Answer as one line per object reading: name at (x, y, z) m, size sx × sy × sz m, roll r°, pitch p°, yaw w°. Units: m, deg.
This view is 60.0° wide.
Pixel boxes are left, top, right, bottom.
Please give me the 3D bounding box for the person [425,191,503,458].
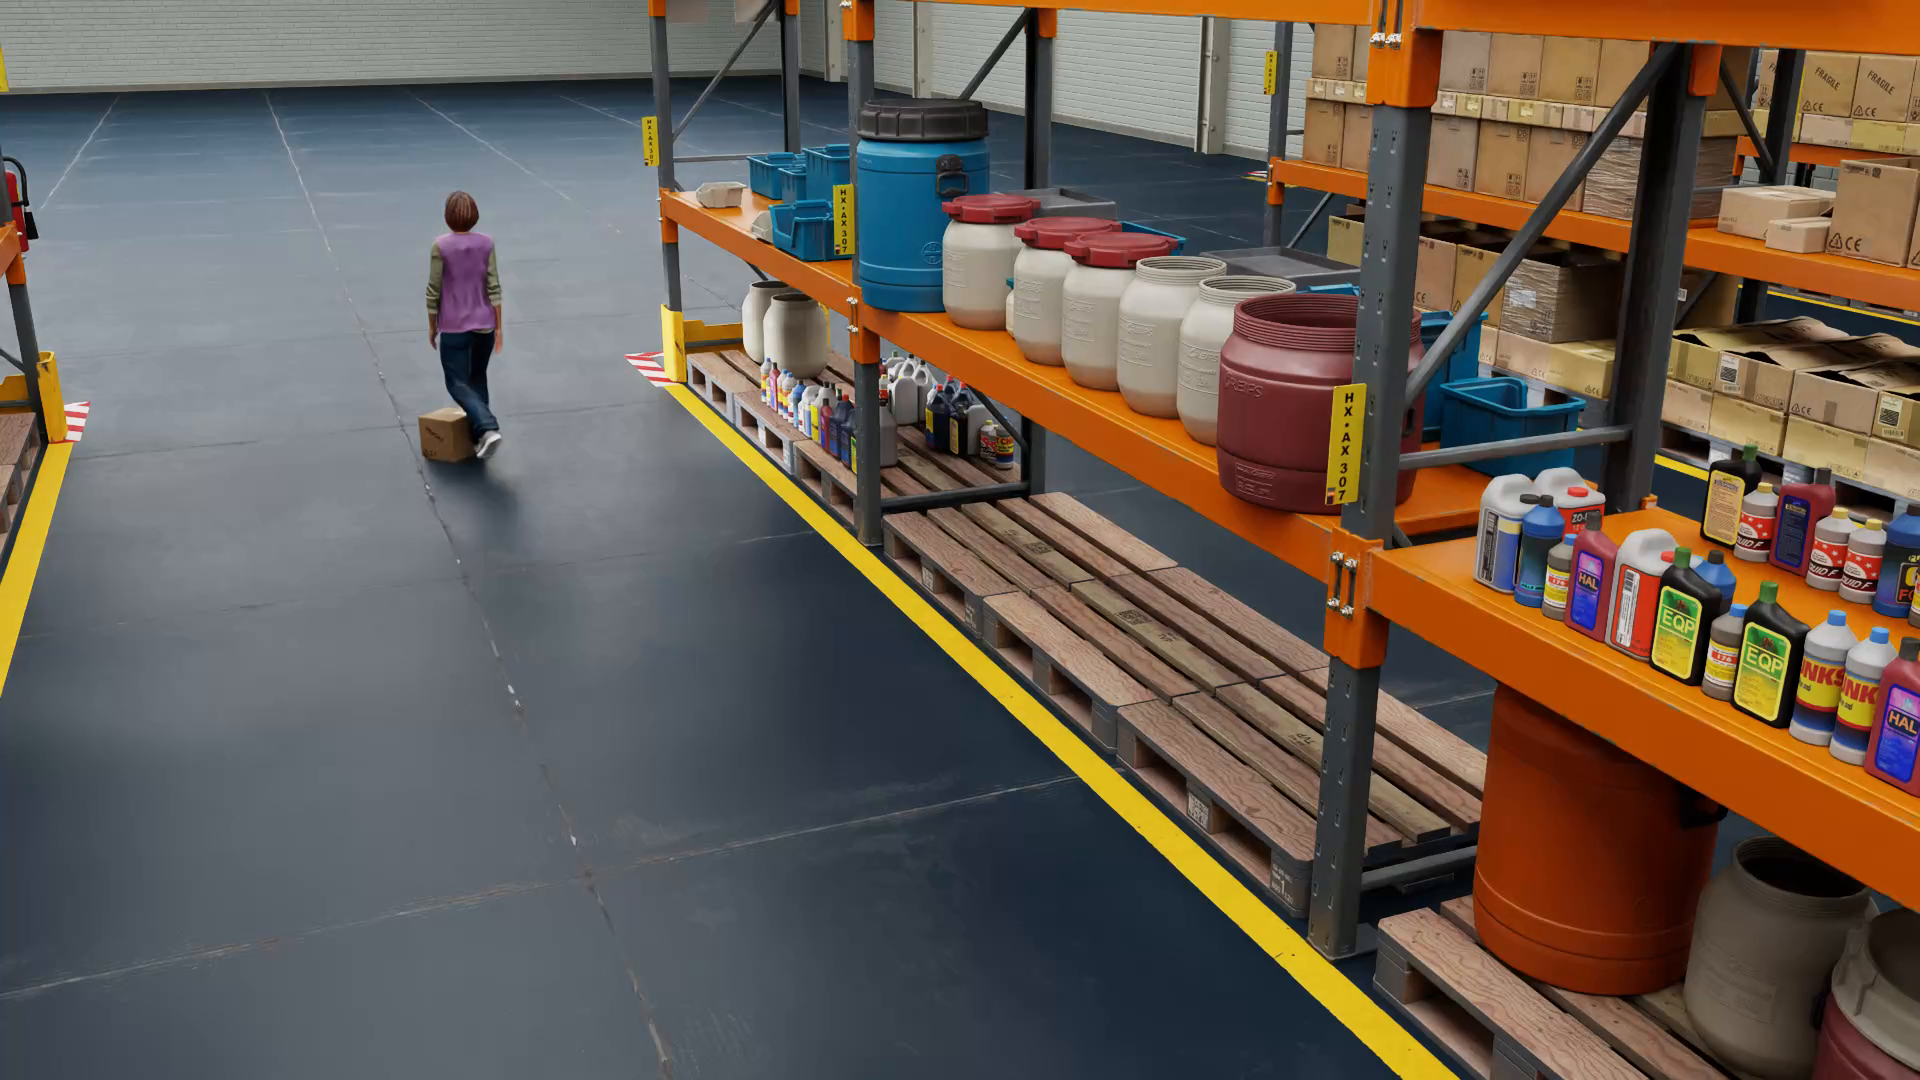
person at (-2.823, -1.211, 9.541) m, size 0.412 × 1.563 × 0.809 m, roll -14°, pitch 23°, yaw -34°
